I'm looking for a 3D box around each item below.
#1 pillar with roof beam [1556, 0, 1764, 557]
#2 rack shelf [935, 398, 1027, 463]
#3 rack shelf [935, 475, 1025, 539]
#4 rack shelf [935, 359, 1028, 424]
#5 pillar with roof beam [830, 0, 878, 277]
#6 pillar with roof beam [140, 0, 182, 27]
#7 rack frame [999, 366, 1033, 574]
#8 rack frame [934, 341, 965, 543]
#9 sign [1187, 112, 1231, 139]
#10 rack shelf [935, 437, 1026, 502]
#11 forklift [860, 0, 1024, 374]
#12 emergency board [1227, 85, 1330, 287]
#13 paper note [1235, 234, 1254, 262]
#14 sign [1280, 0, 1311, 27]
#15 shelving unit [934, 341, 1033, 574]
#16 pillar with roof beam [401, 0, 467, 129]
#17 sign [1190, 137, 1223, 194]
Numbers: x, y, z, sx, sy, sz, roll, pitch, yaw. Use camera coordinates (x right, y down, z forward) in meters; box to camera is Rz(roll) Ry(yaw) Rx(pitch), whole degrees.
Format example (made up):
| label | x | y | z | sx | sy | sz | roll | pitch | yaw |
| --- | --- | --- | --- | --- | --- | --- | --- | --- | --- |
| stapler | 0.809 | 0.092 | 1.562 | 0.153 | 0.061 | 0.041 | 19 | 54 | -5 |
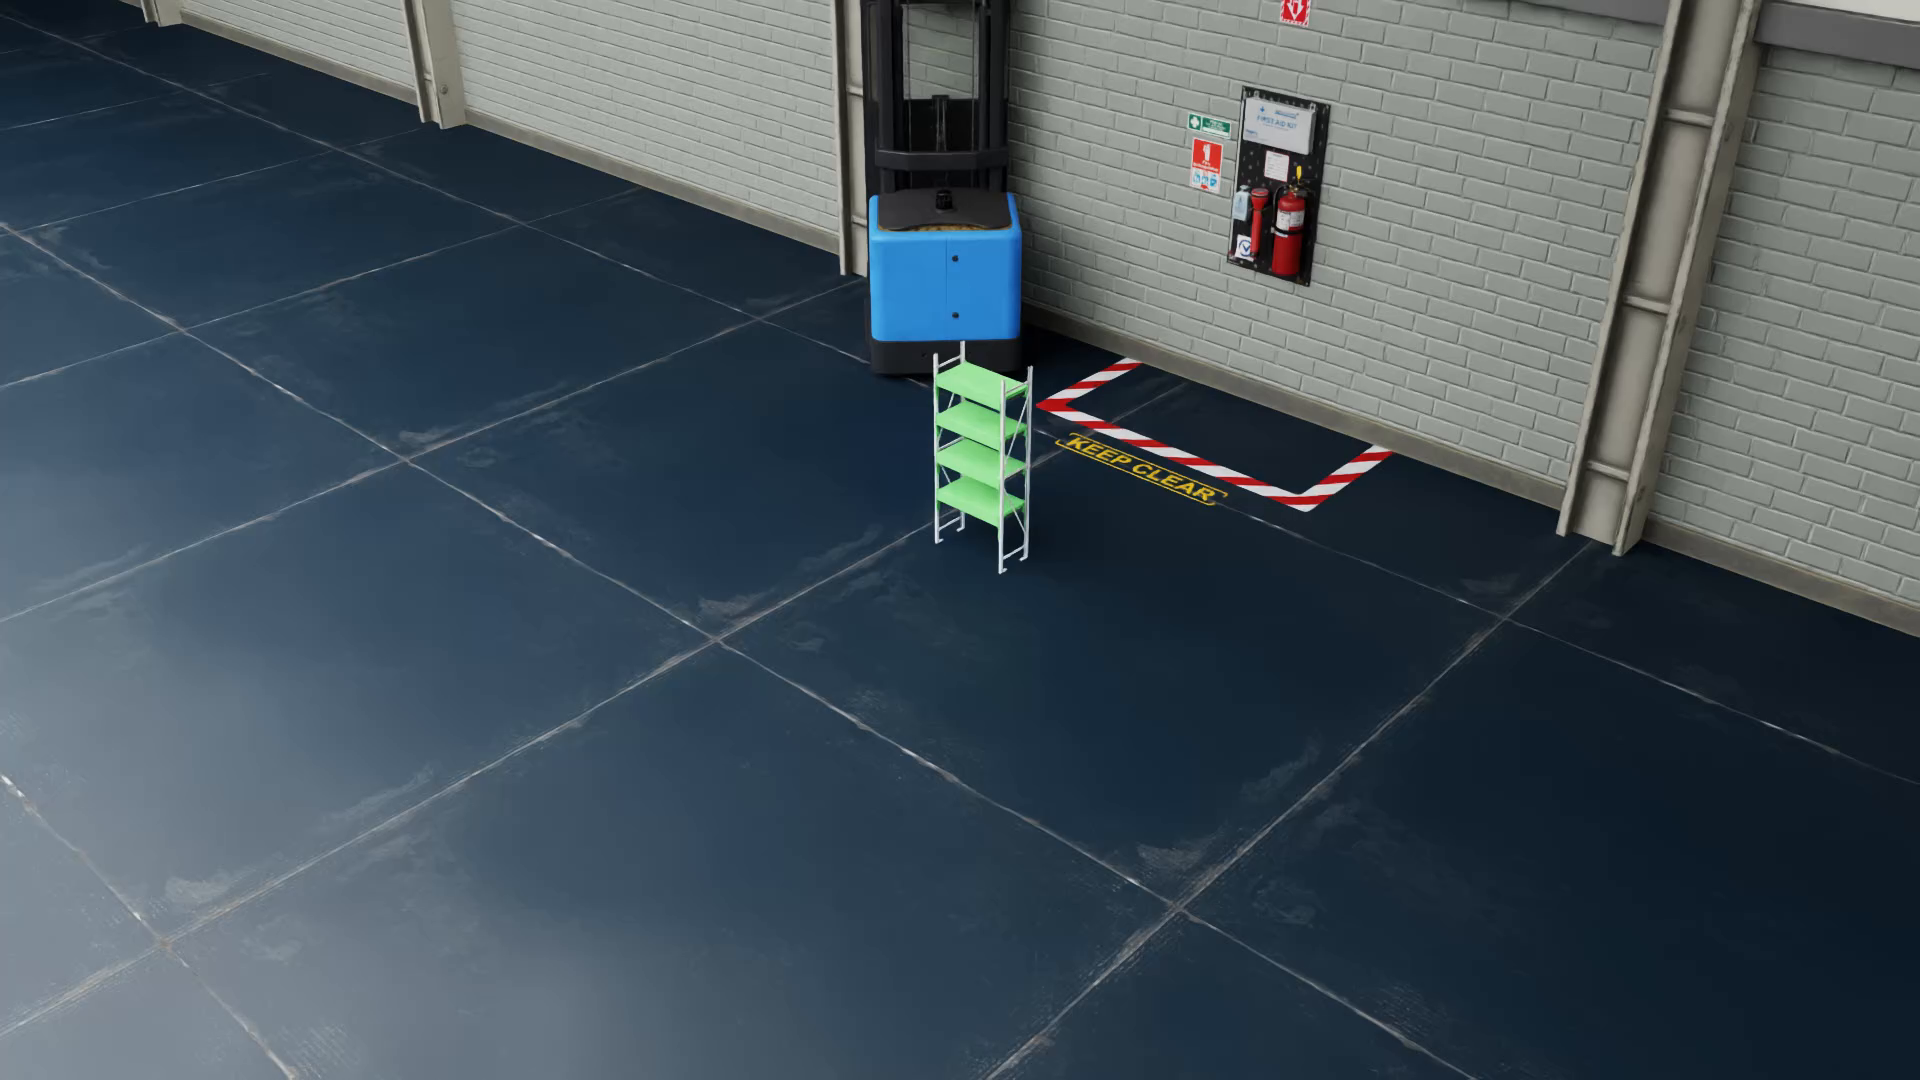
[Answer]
| label | x | y | z | sx | sy | sz | roll | pitch | yaw |
| --- | --- | --- | --- | --- | --- | --- | --- | --- | --- |
| pillar with roof beam | 0.856 | -2.239 | 4.688 | 0.400 | 9.000 | 9.100 | 25 | 39 | 35 |
| rack shelf | 0.123 | -0.608 | 9.199 | 0.480 | 0.148 | 0.258 | 25 | 39 | 35 |
| rack shelf | 0.123 | -0.196 | 9.447 | 0.480 | 0.148 | 0.258 | 25 | 39 | 35 |
| rack shelf | 0.123 | -0.813 | 9.075 | 0.480 | 0.148 | 0.258 | 25 | 39 | 35 |
| pillar with roof beam | -3.593 | -4.315 | 8.137 | 0.400 | 9.000 | 9.100 | 25 | 39 | 35 |
| pillar with roof beam | -12.490 | -8.468 | 15.036 | 0.400 | 9.000 | 9.100 | 25 | 39 | 35 |
| rack frame | 0.304 | -0.372 | 9.150 | 0.015 | 1.200 | 0.240 | 25 | 39 | 35 |
| rack frame | -0.058 | -0.541 | 9.430 | 0.015 | 1.200 | 0.240 | 25 | 39 | 35 |
| sign | 1.595 | -2.653 | 10.644 | 0.331 | 0.109 | 0.001 | 25 | 39 | 35 |
| rack shelf | 0.123 | -0.402 | 9.323 | 0.480 | 0.148 | 0.258 | 25 | 39 | 35 |
| forklift | -0.155 | -3.126 | 12.046 | 1.130 | 2.935 | 3.031 | -1 | 31 | -2 |
| emergency board | 1.938 | -2.184 | 10.415 | 0.643 | 1.169 | 0.194 | 25 | 39 | 35 |
| paper note | 1.853 | -1.895 | 10.788 | 0.142 | 0.148 | 0.016 | 25 | 39 | 35 |
| sign | 1.999 | -3.218 | 9.885 | 0.199 | 0.298 | 0.001 | 25 | 39 | 35 |
| shelving unit | 0.123 | -0.457 | 9.290 | 0.503 | 1.200 | 0.258 | 25 | 39 | 35 |
| pillar with roof beam | -8.041 | -6.392 | 11.587 | 0.400 | 9.000 | 9.100 | 25 | 39 | 35 |
| sign | 1.597 | -2.430 | 10.789 | 0.234 | 0.329 | 0.001 | 25 | 39 | 35 |
